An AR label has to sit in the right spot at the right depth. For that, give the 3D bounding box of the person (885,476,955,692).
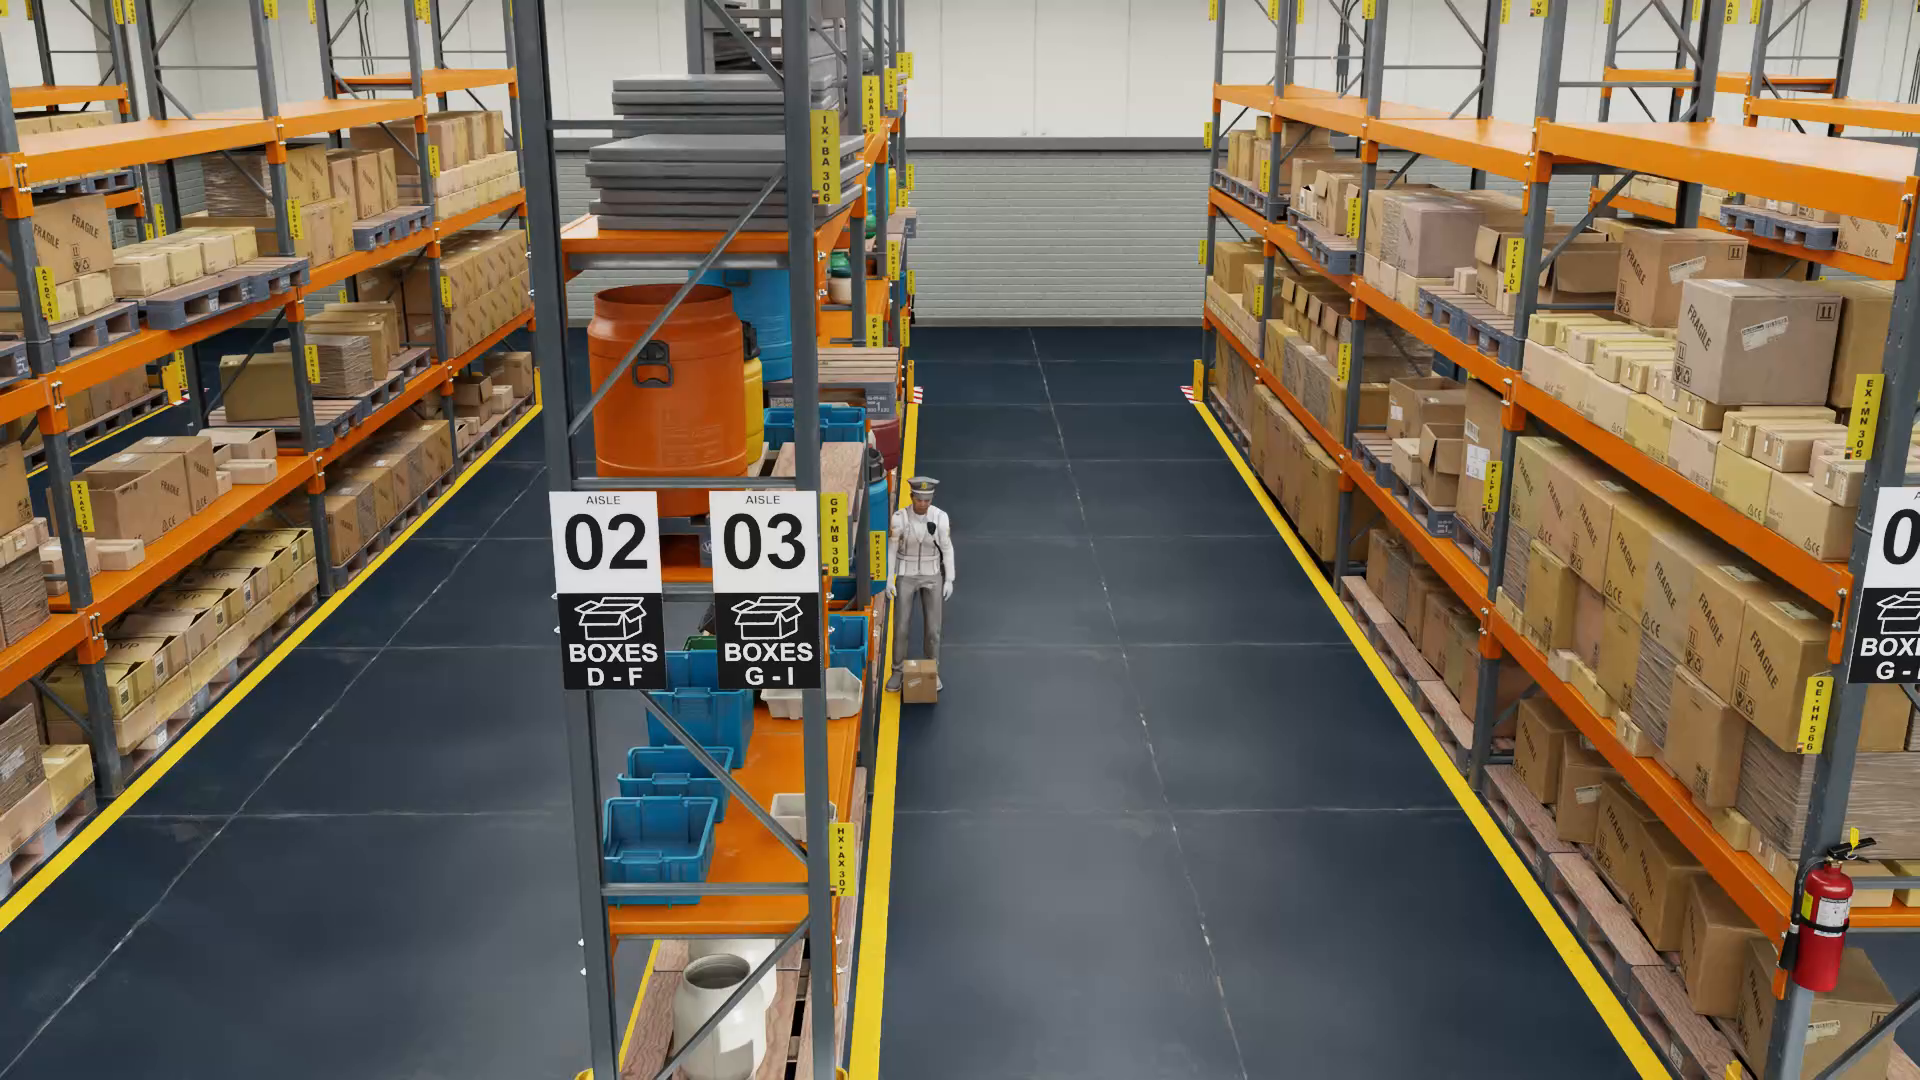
[{"bbox_3d":[-0.308,0.316,12.524,0.541,1.661,0.375,-1,17,-4],"label":"person"}]
